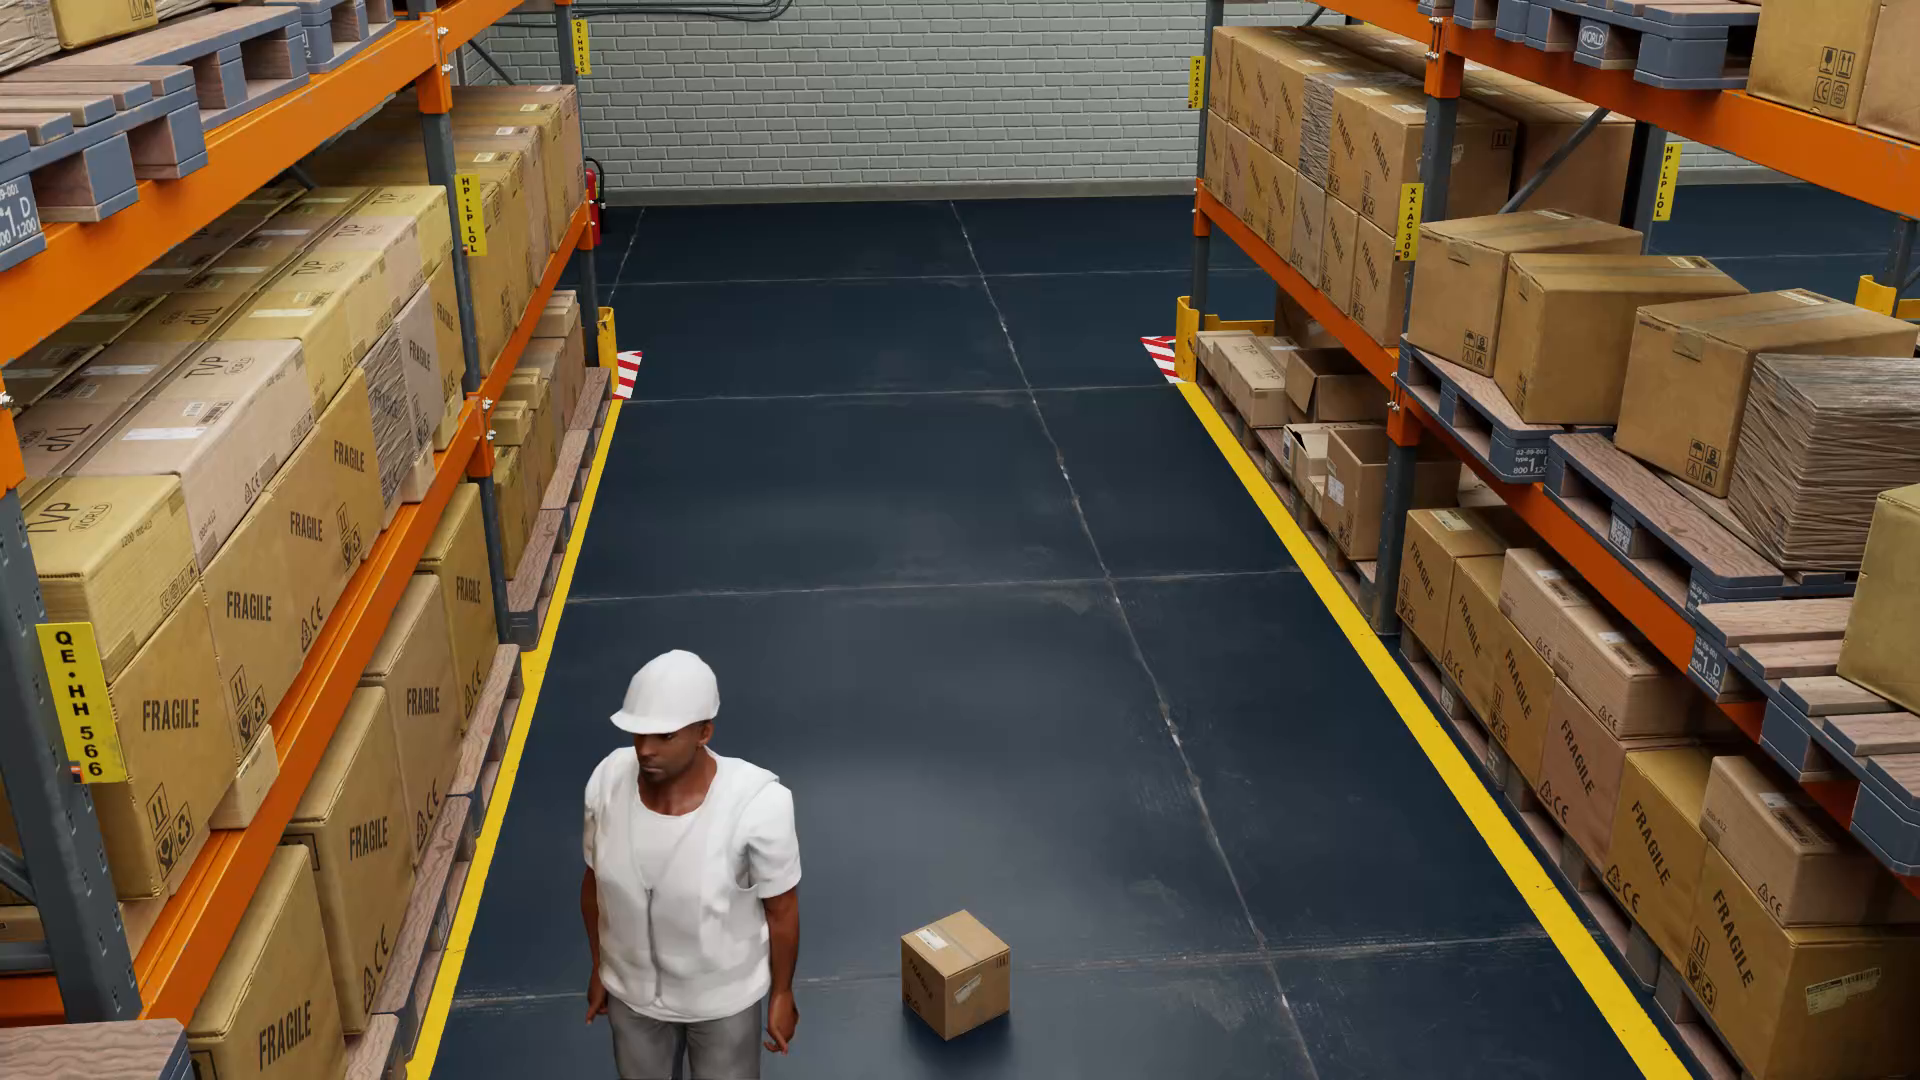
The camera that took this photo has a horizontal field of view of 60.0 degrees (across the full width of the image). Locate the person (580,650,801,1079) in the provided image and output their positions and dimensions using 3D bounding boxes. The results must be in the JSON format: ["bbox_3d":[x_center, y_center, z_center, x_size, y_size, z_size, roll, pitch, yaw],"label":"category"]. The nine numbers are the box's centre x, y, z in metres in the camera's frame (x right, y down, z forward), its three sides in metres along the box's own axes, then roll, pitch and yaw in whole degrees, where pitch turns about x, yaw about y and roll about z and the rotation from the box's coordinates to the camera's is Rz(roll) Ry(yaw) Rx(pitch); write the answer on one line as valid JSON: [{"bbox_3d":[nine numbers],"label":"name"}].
[{"bbox_3d":[-0.668,1.092,4.063,0.554,1.771,0.386,6,24,12],"label":"person"}]
